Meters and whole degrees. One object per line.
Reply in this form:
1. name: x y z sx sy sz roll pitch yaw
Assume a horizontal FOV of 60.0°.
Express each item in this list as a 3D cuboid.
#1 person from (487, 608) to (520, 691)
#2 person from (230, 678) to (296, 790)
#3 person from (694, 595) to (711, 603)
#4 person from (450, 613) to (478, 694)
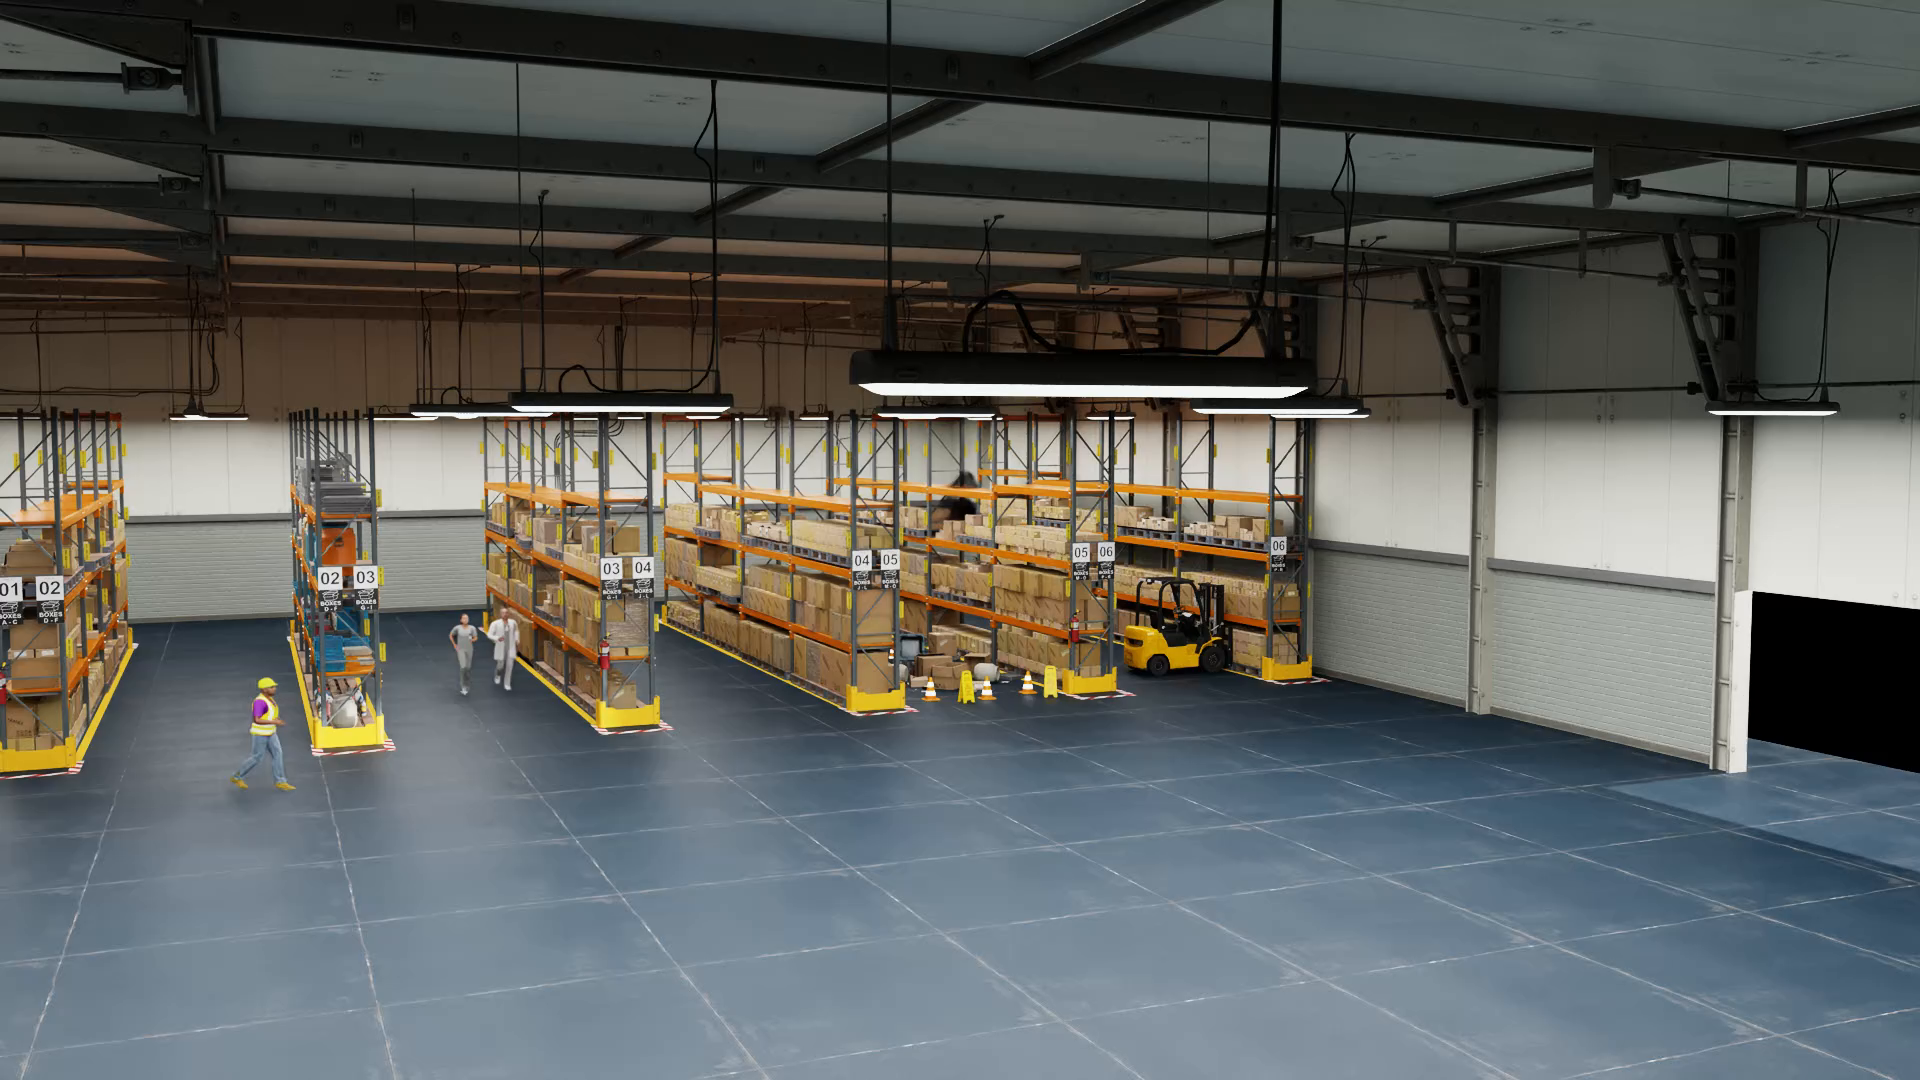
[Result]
1. person: -9.812 2.336 35.805 0.718 1.744 0.834 -2 5 -29
2. person: -10.845 3.026 25.812 0.949 1.777 0.664 0 4 -1
3. person: -7.637 1.452 49.483 0.700 1.662 0.659 1 4 11
4. person: -10.561 2.422 35.455 0.555 1.716 0.683 -2 5 -30
